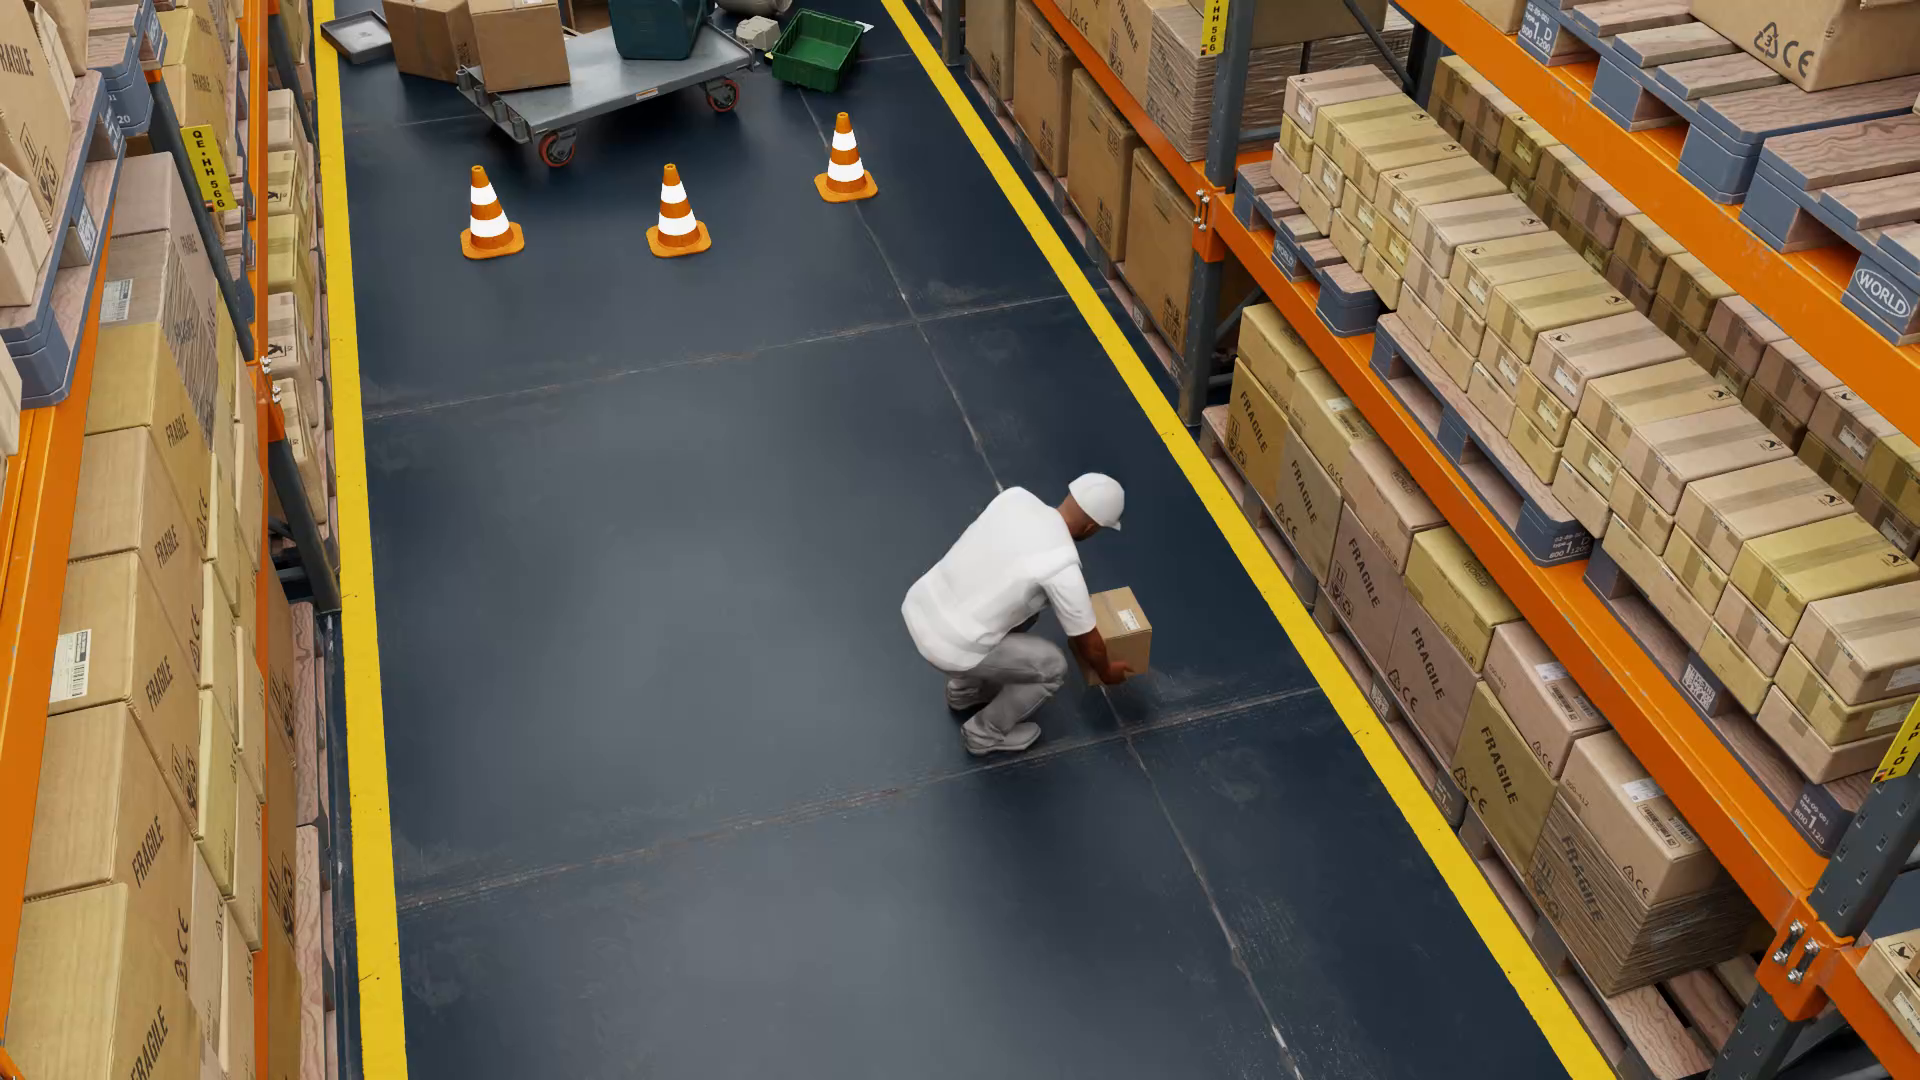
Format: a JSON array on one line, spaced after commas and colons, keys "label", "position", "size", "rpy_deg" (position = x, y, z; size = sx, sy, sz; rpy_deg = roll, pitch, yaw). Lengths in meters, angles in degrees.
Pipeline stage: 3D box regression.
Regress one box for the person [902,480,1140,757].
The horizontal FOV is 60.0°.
[{"label": "person", "position": [0.215, 0.271, 6.364], "size": [0.876, 1.072, 0.595], "rpy_deg": [-12, 43, -13]}]
